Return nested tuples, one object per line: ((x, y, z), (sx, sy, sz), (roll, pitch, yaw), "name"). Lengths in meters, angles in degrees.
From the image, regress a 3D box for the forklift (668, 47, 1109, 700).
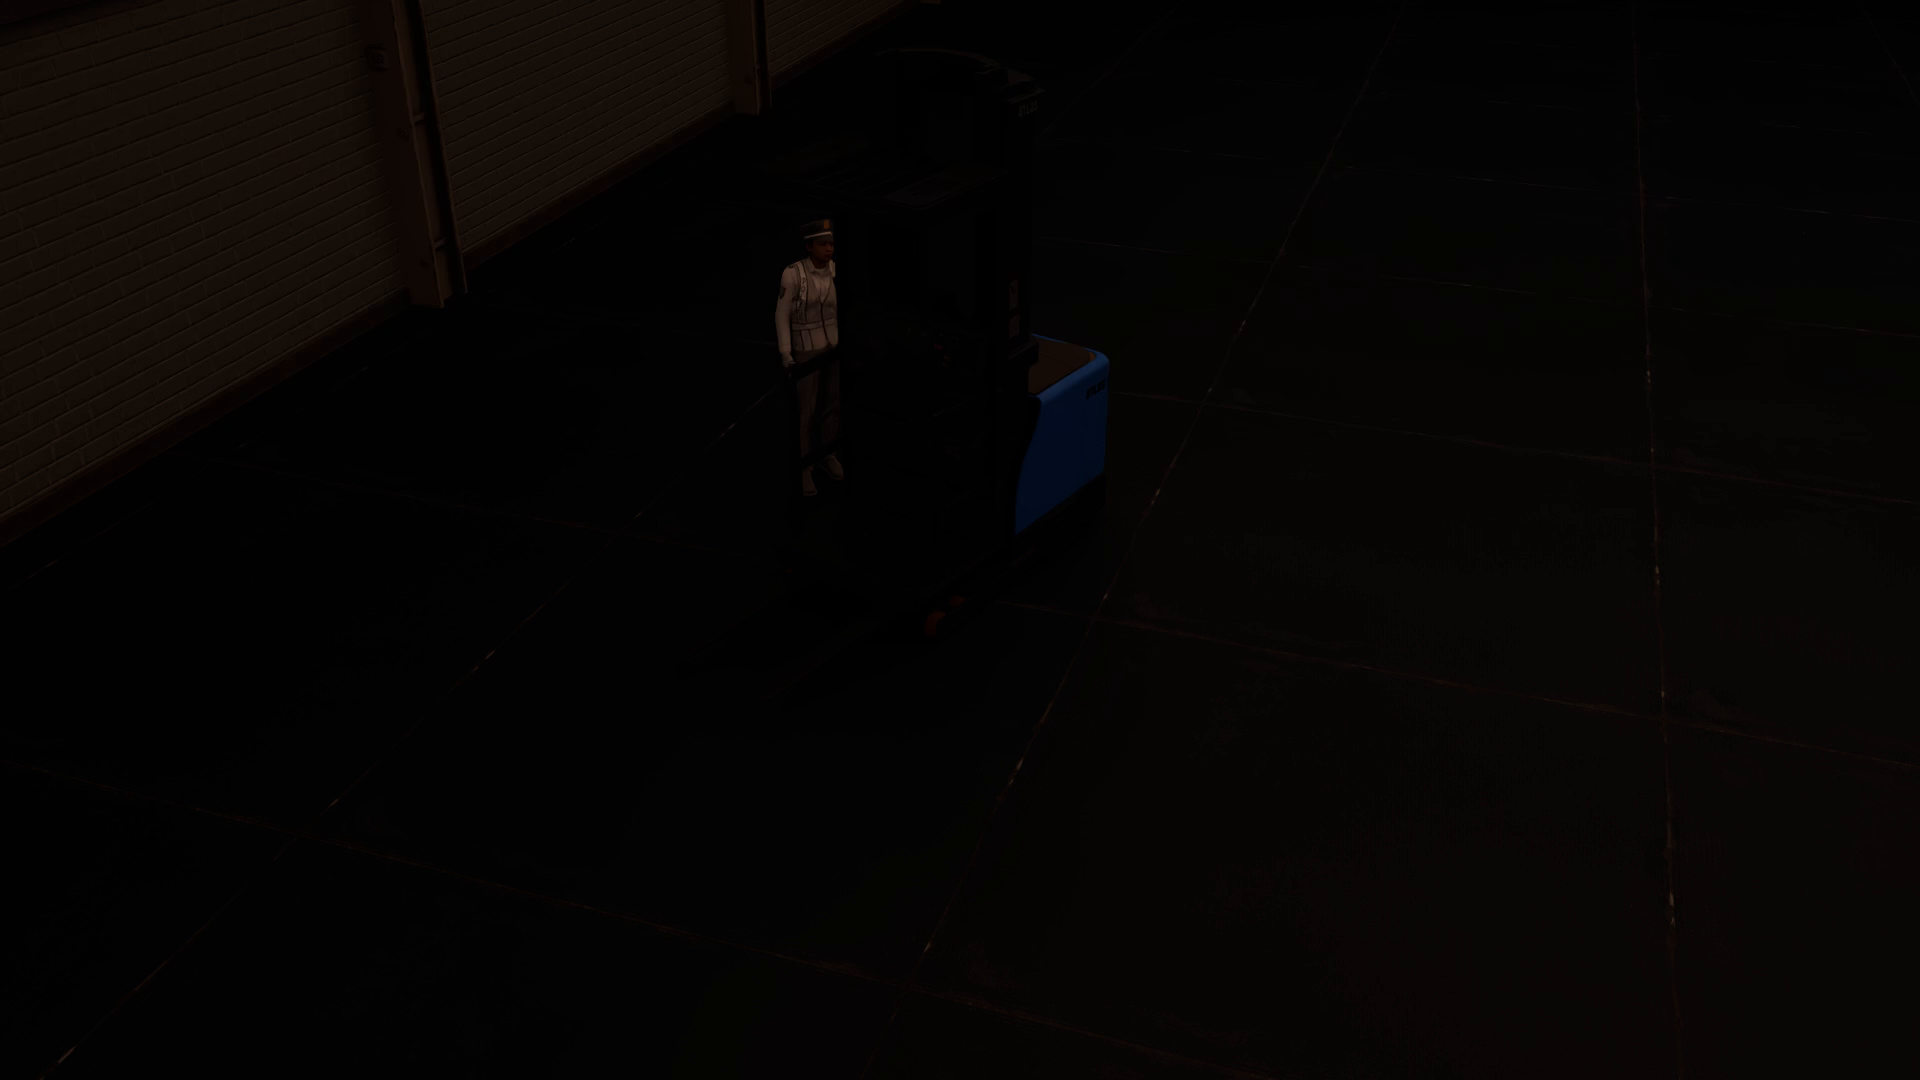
((-0.362, -0.993, 8.878), (1.130, 2.935, 3.031), (19, 35, 30), "forklift")

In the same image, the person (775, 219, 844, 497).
((-0.847, -1.169, 10.421), (0.586, 1.694, 0.530), (-14, 33, -23), "person")
